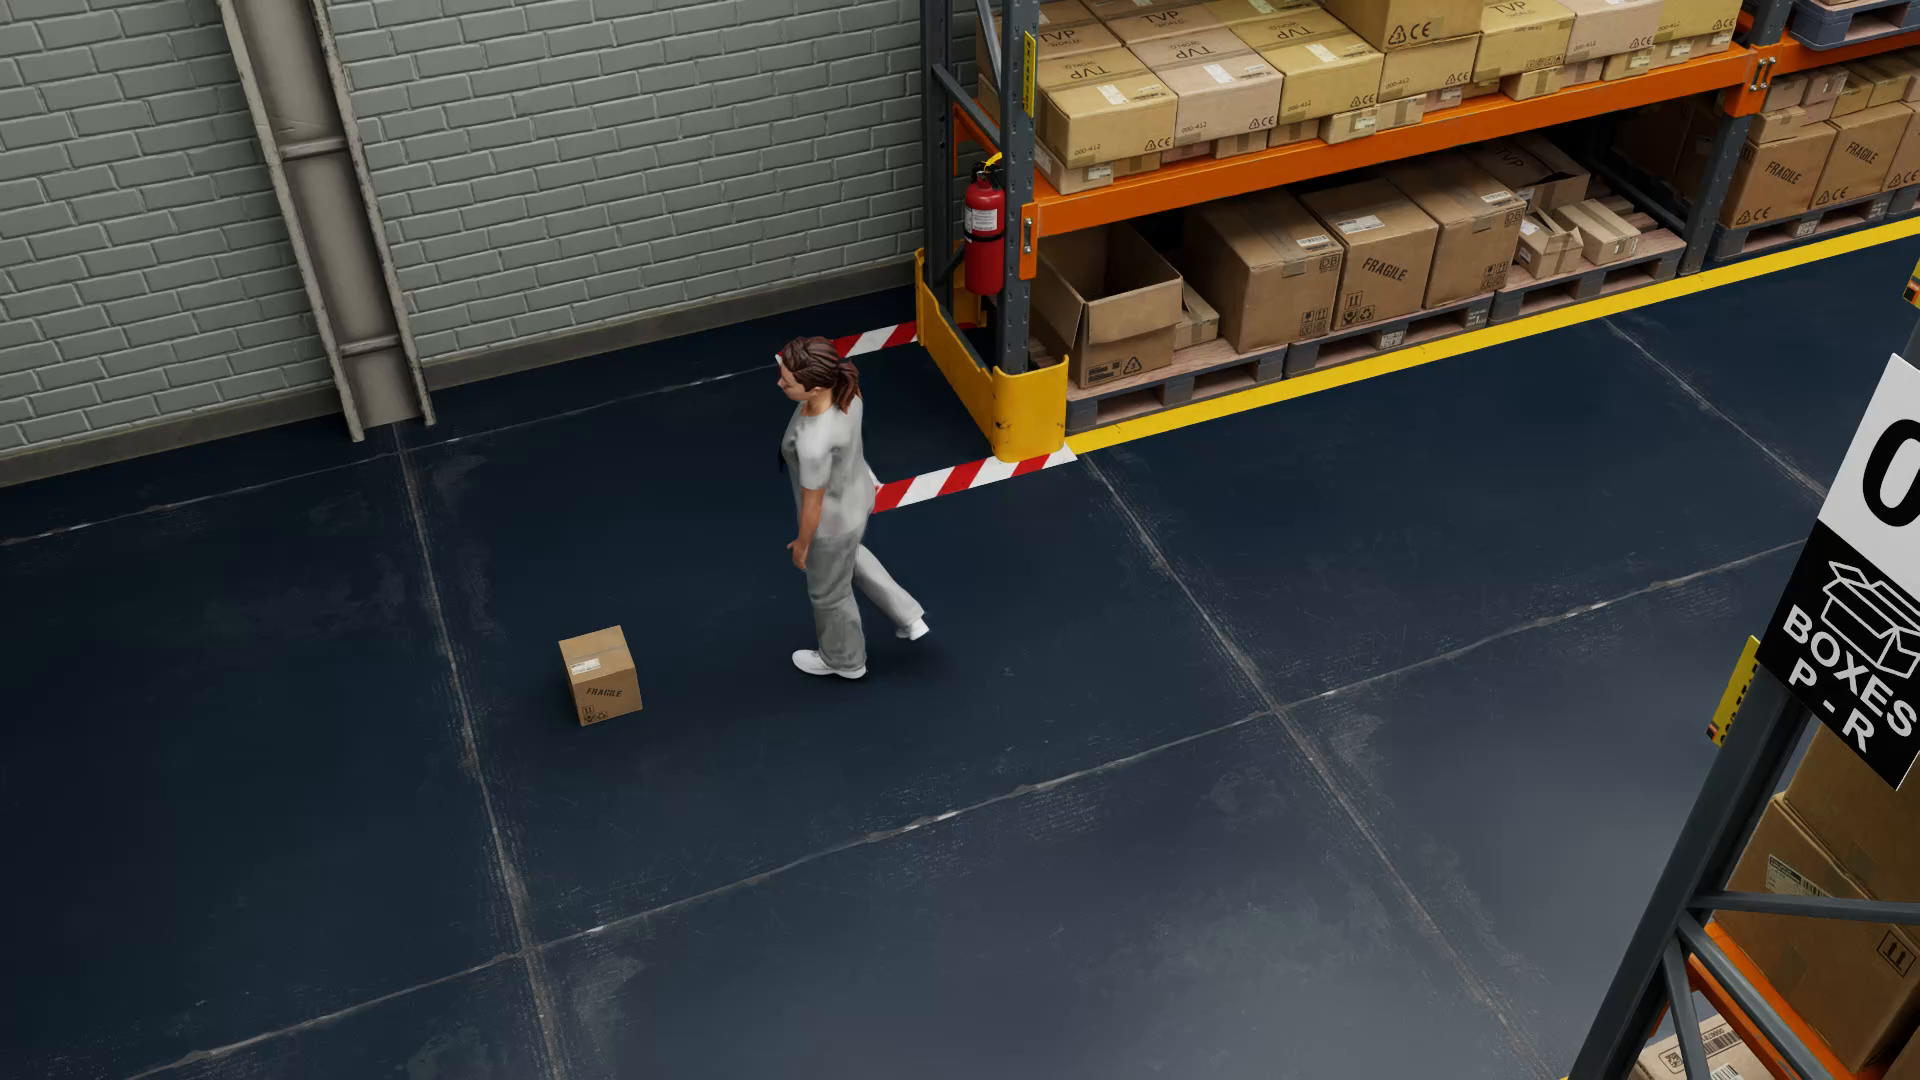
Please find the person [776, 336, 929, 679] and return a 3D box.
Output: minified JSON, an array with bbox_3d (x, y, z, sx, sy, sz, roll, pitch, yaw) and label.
[{"bbox_3d":[-0.412,-0.092,6.239,0.548,1.666,0.502,11,43,12],"label":"person"}]
